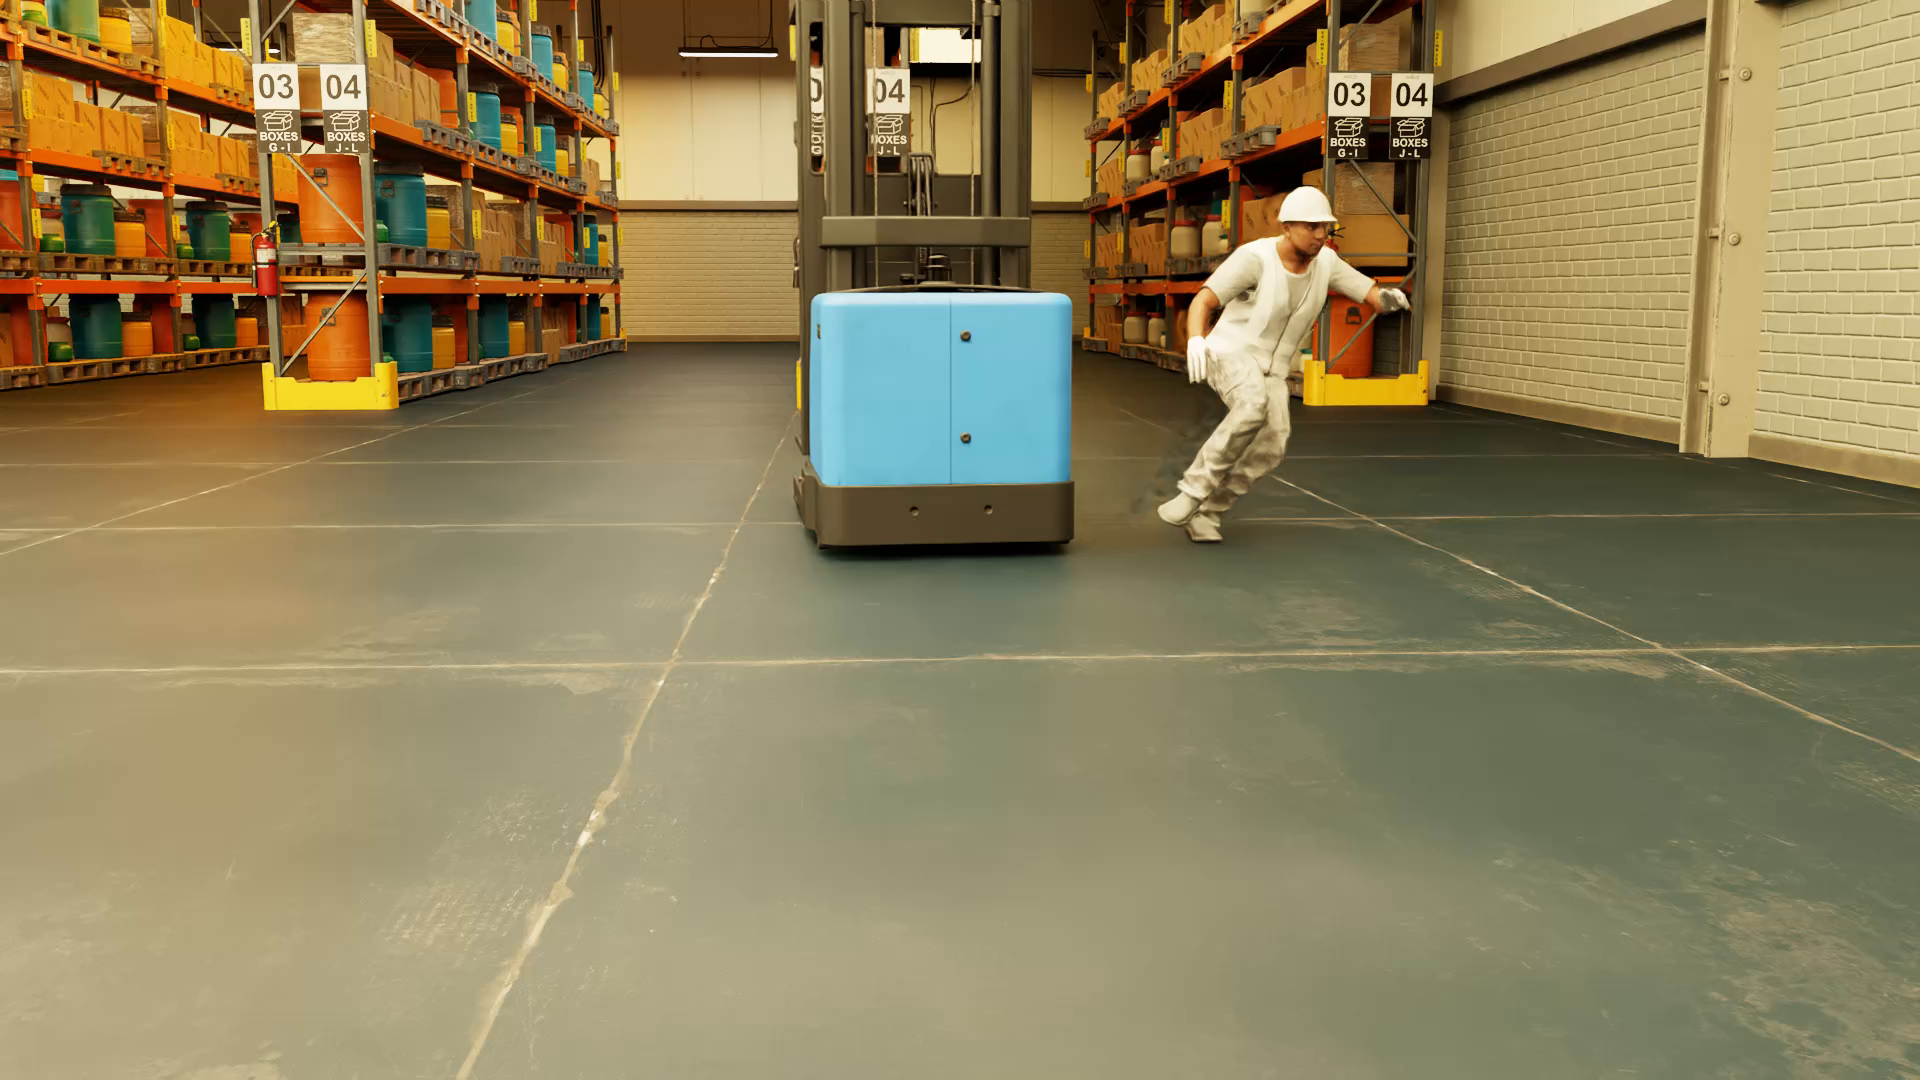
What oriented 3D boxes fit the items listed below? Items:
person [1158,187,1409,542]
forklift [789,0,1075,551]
[{"bbox_3d":[1.354,-0.742,7.158,1.085,1.530,0.946,-6,10,-33],"label":"person"},{"bbox_3d":[-0.245,-1.584,7.998,1.130,2.935,3.031,-1,9,-8],"label":"forklift"}]
